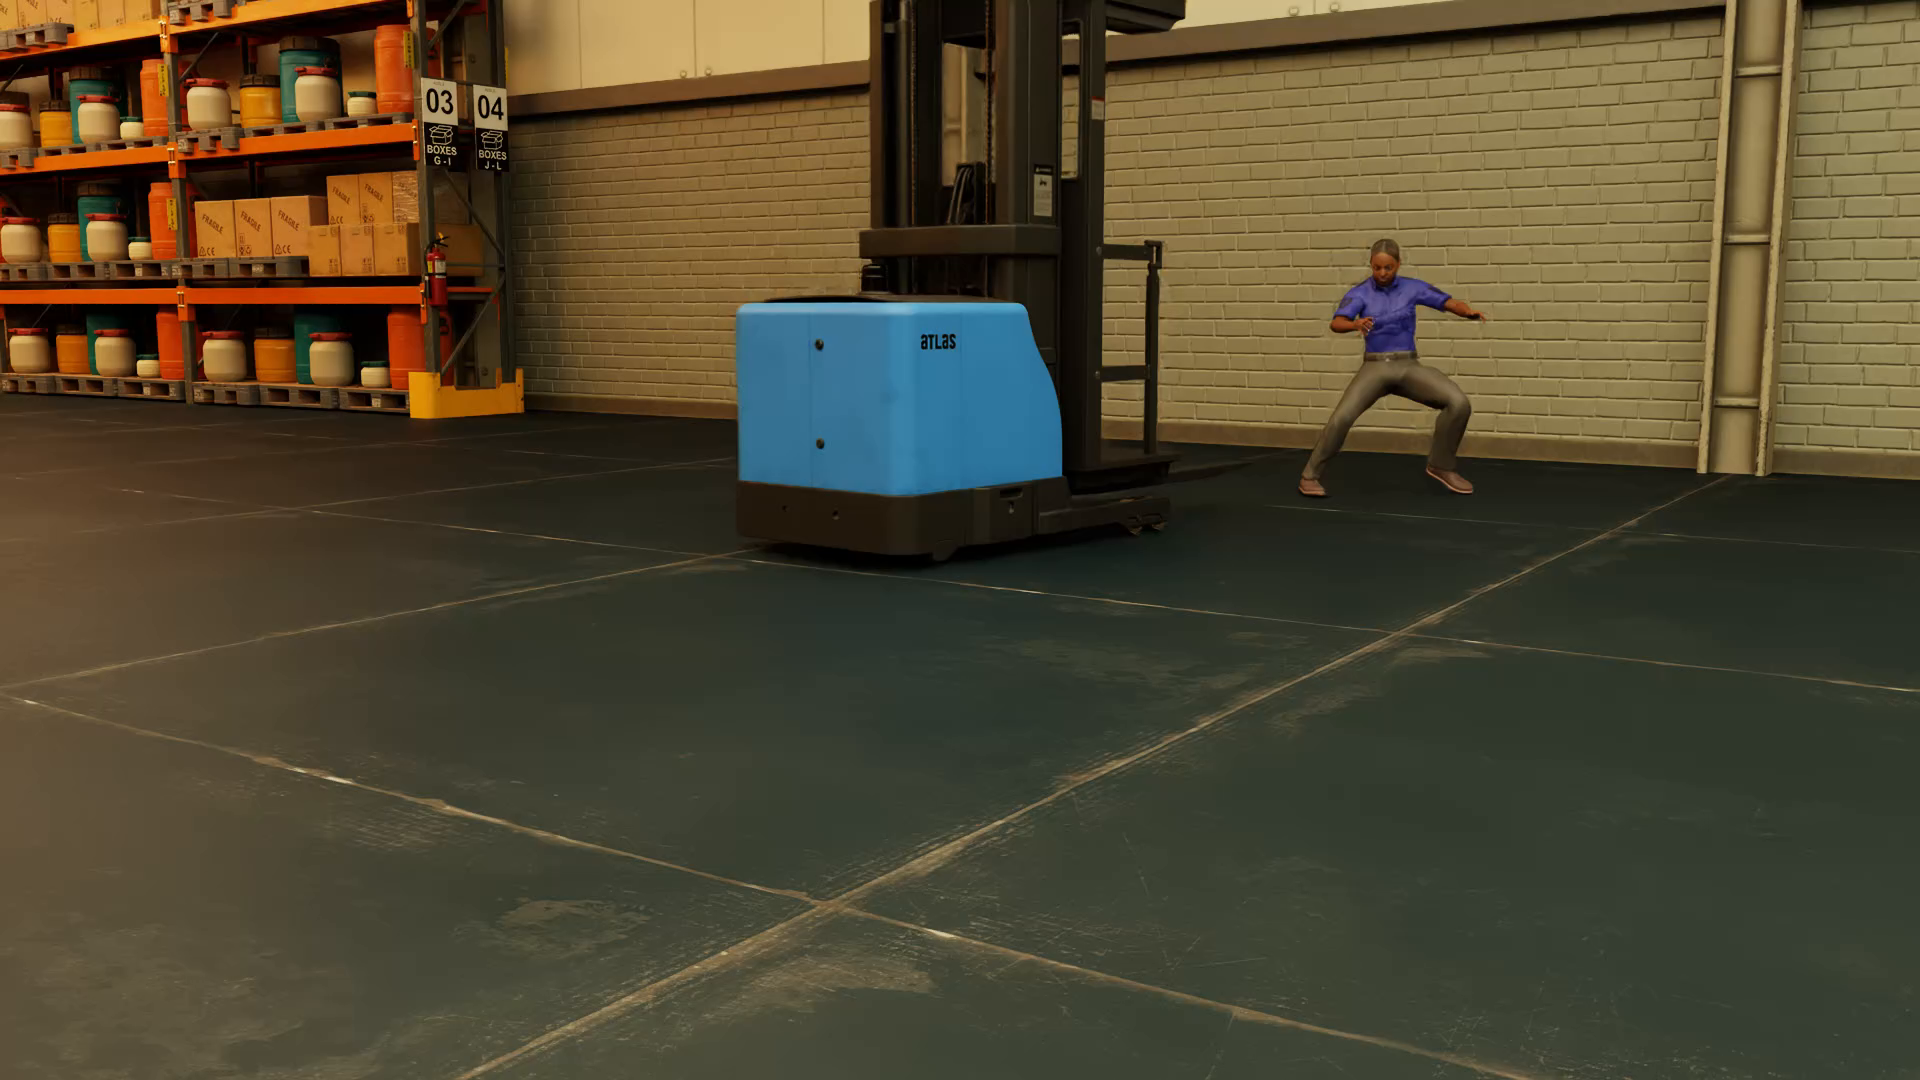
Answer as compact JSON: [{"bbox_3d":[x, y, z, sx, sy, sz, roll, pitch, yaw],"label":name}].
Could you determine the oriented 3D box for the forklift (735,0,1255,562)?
[{"bbox_3d":[0.357,-1.520,7.883,1.130,2.935,3.031,7,11,40],"label":"forklift"}]

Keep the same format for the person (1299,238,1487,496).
[{"bbox_3d":[2.403,-0.961,9.279,0.965,1.431,0.689,2,8,11],"label":"person"}]
